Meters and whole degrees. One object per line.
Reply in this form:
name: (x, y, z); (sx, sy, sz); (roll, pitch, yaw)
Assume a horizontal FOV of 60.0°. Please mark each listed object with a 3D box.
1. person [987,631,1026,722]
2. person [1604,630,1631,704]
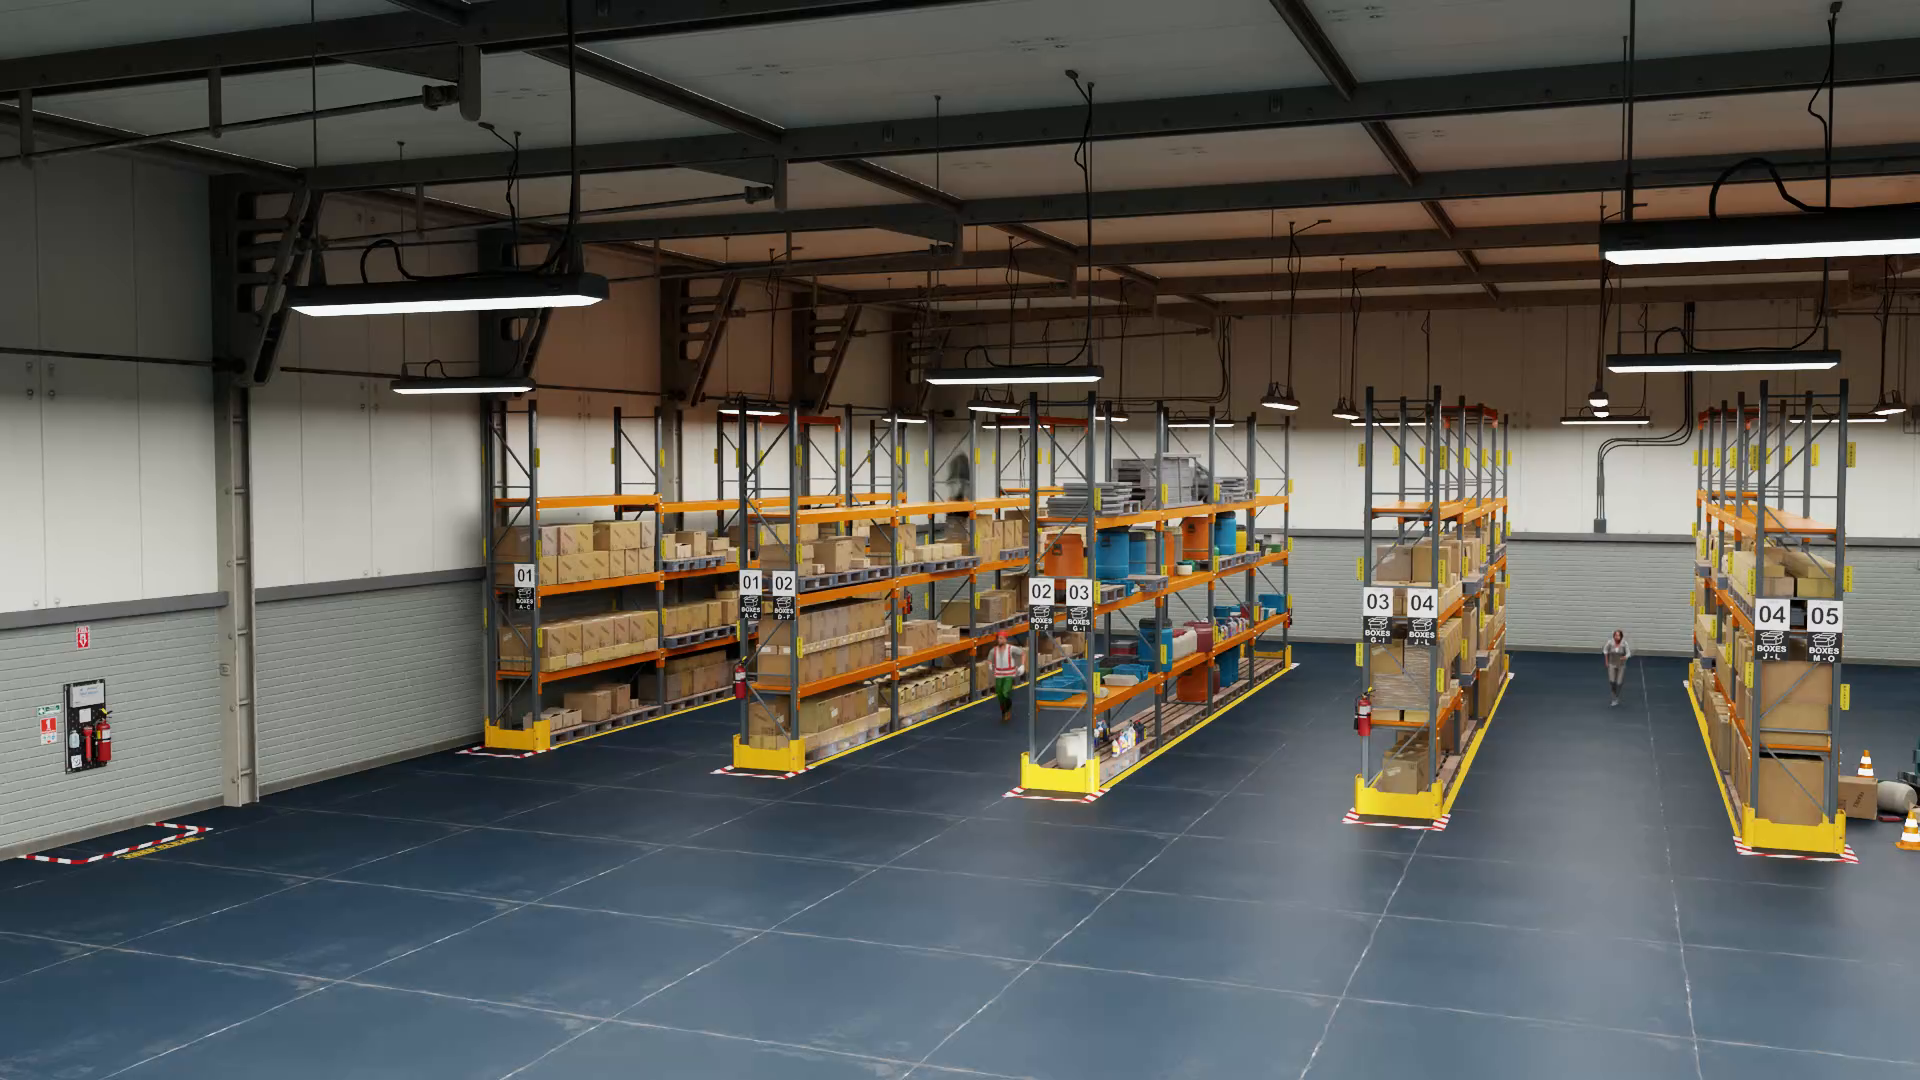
person: (0.839, 2.569, 31.142); (0.683, 1.733, 0.826); (1, 3, 22)
person: (13.231, 2.568, 33.492); (0.504, 1.541, 0.659); (1, 3, 20)
